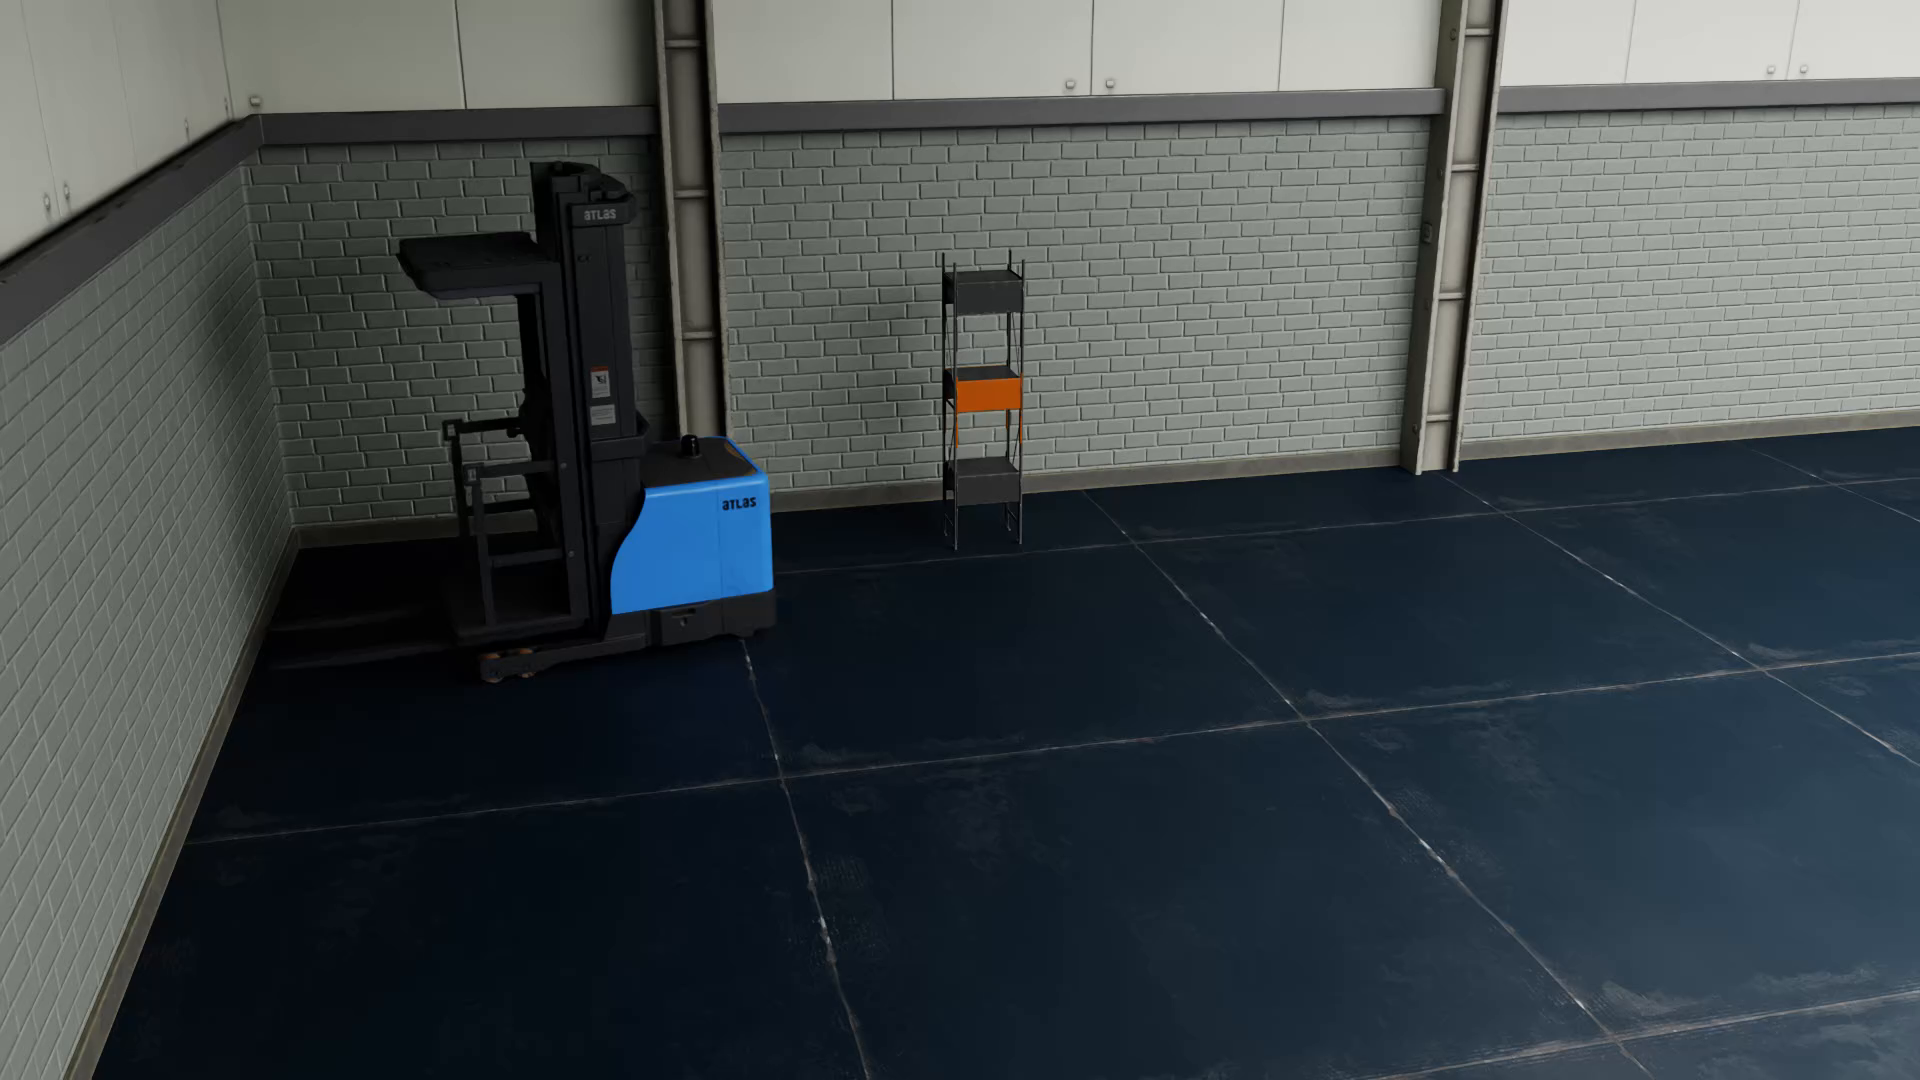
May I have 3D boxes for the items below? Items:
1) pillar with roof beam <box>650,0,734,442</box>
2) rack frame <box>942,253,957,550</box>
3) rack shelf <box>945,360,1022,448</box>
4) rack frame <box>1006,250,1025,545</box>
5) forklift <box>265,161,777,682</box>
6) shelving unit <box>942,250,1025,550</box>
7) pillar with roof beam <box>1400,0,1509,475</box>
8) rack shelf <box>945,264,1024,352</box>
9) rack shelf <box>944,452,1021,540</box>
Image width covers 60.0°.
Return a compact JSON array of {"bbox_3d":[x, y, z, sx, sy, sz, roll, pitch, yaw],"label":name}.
[{"bbox_3d":[-0.916,-2.917,7.195,0.400,9.000,9.100,-5,21,-12],"label":"pillar with roof beam"},{"bbox_3d":[-0.076,-0.980,11.936,0.015,2.100,0.400,-5,21,-12],"label":"rack frame"},{"bbox_3d":[0.161,-0.986,11.994,0.480,0.518,0.431,-5,21,-12],"label":"rack shelf"},{"bbox_3d":[0.399,-1.018,12.042,0.015,2.100,0.400,-5,21,-12],"label":"rack frame"},{"bbox_3d":[-2.741,-0.728,10.041,3.031,2.935,1.130,-8,22,-21],"label":"forklift"},{"bbox_3d":[0.161,-0.999,11.989,0.503,2.100,0.431,-5,21,-12],"label":"shelving unit"},{"bbox_3d":[4.923,-3.392,8.491,0.400,9.000,9.100,-5,21,-12],"label":"pillar with roof beam"},{"bbox_3d":[0.161,-1.644,11.753,0.480,0.518,0.431,-5,21,-12],"label":"rack shelf"},{"bbox_3d":[0.161,-0.329,12.235,0.480,0.518,0.431,-5,21,-12],"label":"rack shelf"}]
